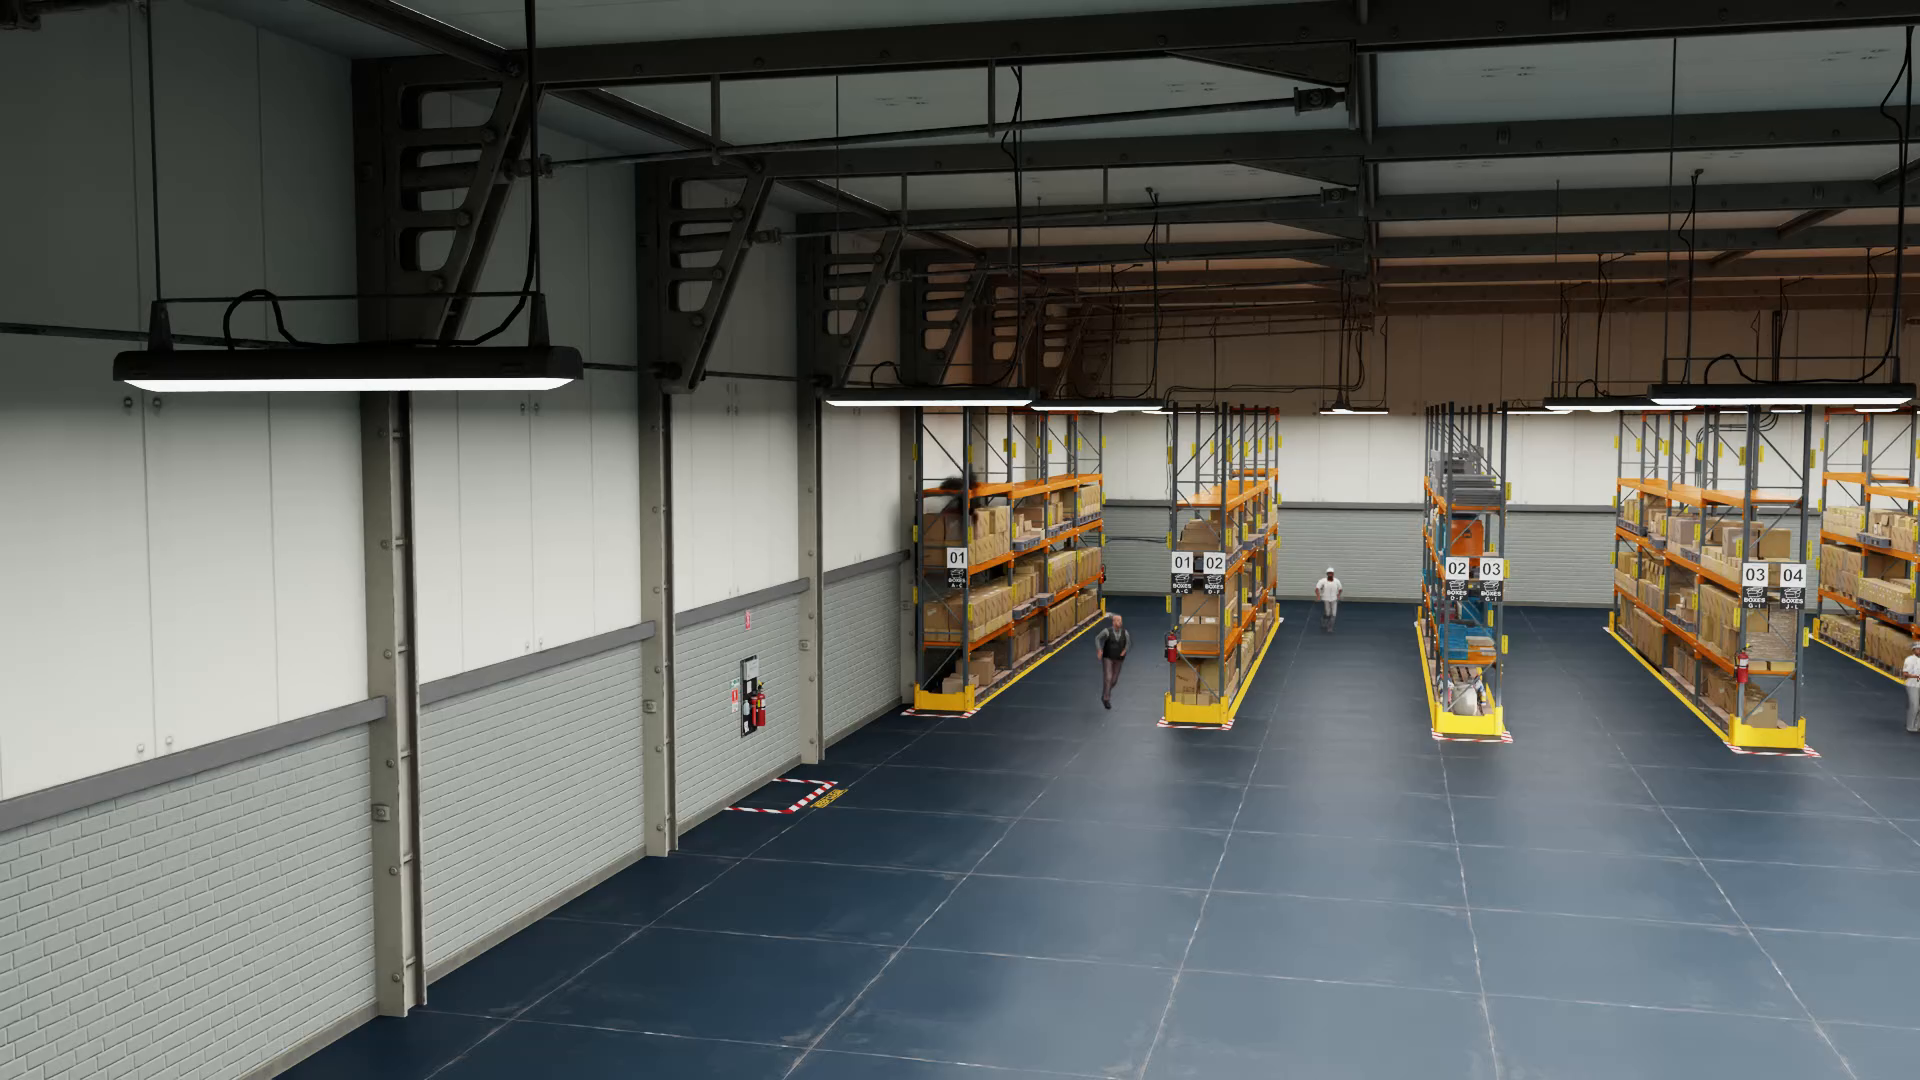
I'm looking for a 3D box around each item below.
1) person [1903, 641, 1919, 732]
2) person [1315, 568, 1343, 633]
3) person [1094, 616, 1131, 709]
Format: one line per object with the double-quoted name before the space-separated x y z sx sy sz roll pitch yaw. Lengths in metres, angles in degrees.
"person" 17.364 2.663 30.071 0.561 1.677 0.592 0 4 1
"person" 9.835 1.600 44.228 0.713 1.713 0.586 0 4 0
"person" 2.912 2.286 31.511 0.694 1.721 0.790 -1 4 -13
